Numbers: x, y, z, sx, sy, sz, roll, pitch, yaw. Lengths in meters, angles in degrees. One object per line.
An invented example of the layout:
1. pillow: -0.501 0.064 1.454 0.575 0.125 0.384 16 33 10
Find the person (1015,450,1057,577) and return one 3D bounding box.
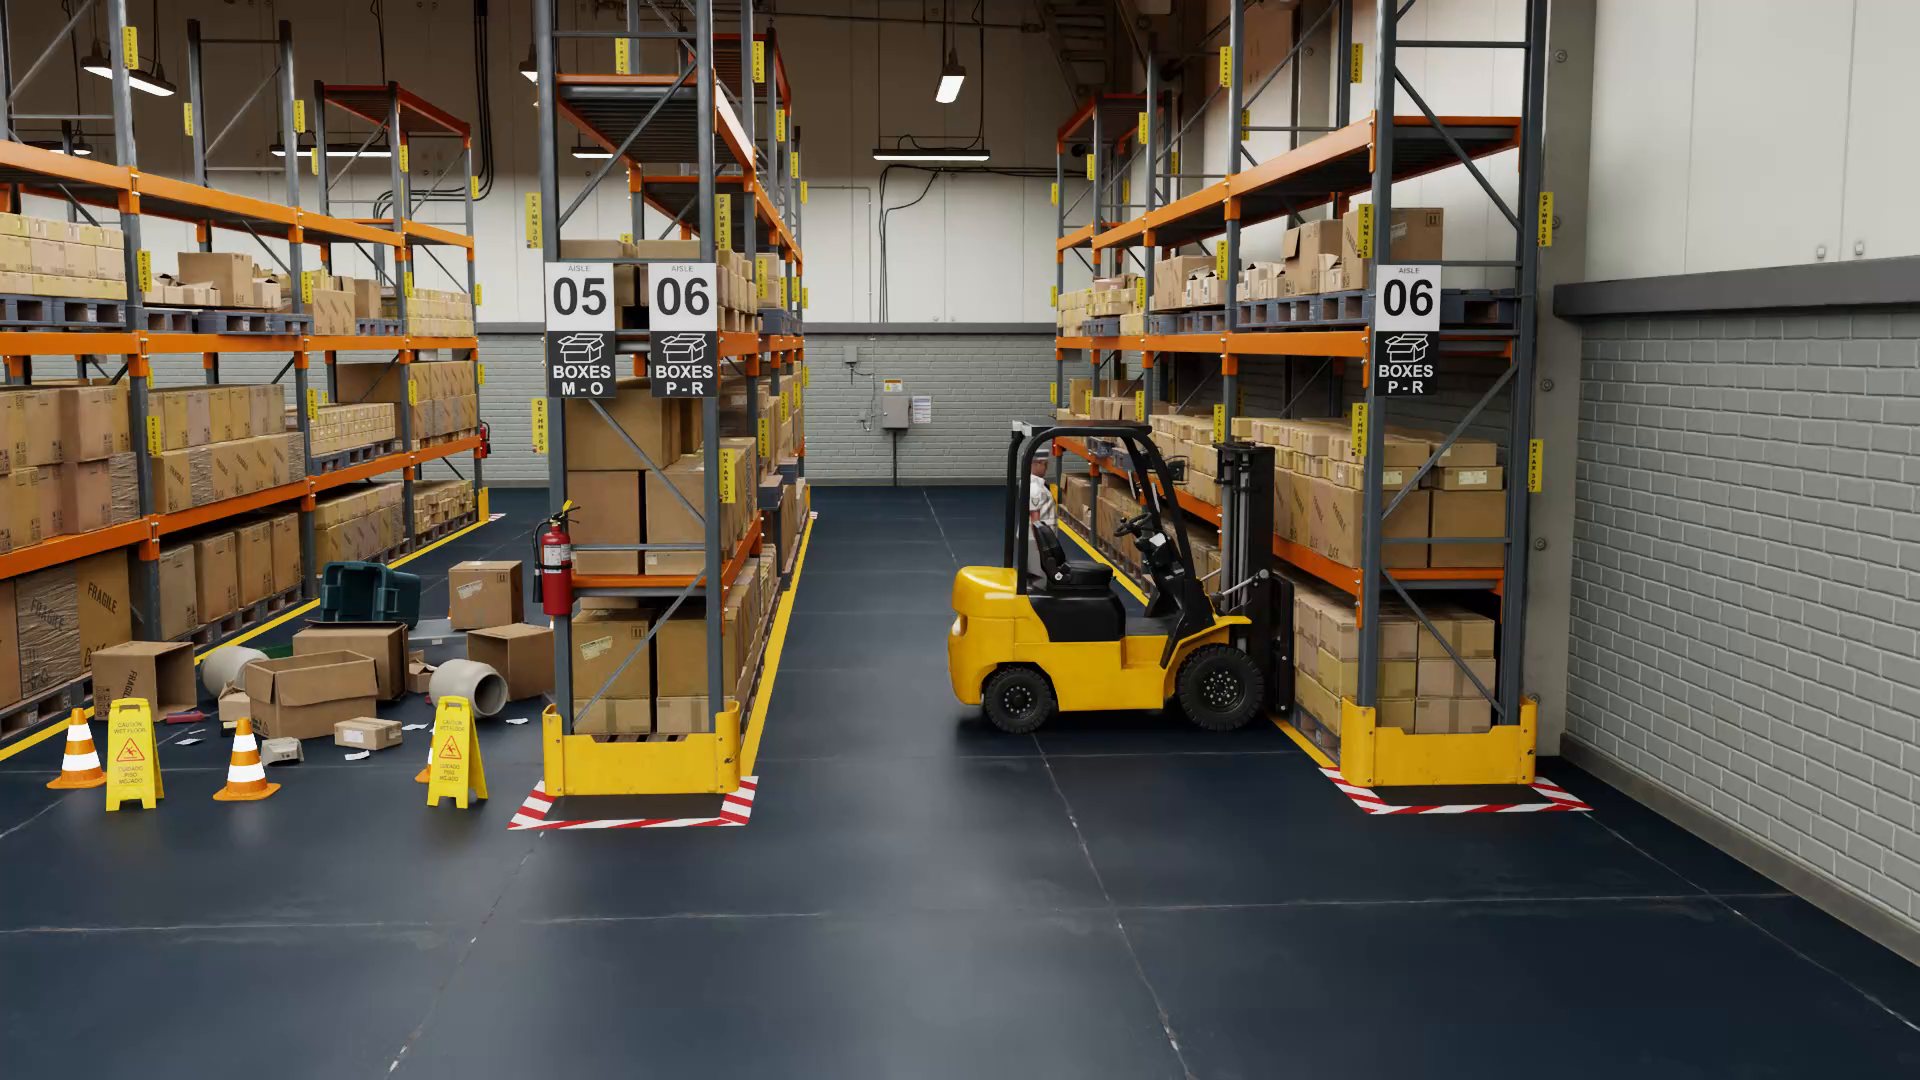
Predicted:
1. person: 0.715 0.016 15.679 0.389 1.736 0.534 0 7 -3
